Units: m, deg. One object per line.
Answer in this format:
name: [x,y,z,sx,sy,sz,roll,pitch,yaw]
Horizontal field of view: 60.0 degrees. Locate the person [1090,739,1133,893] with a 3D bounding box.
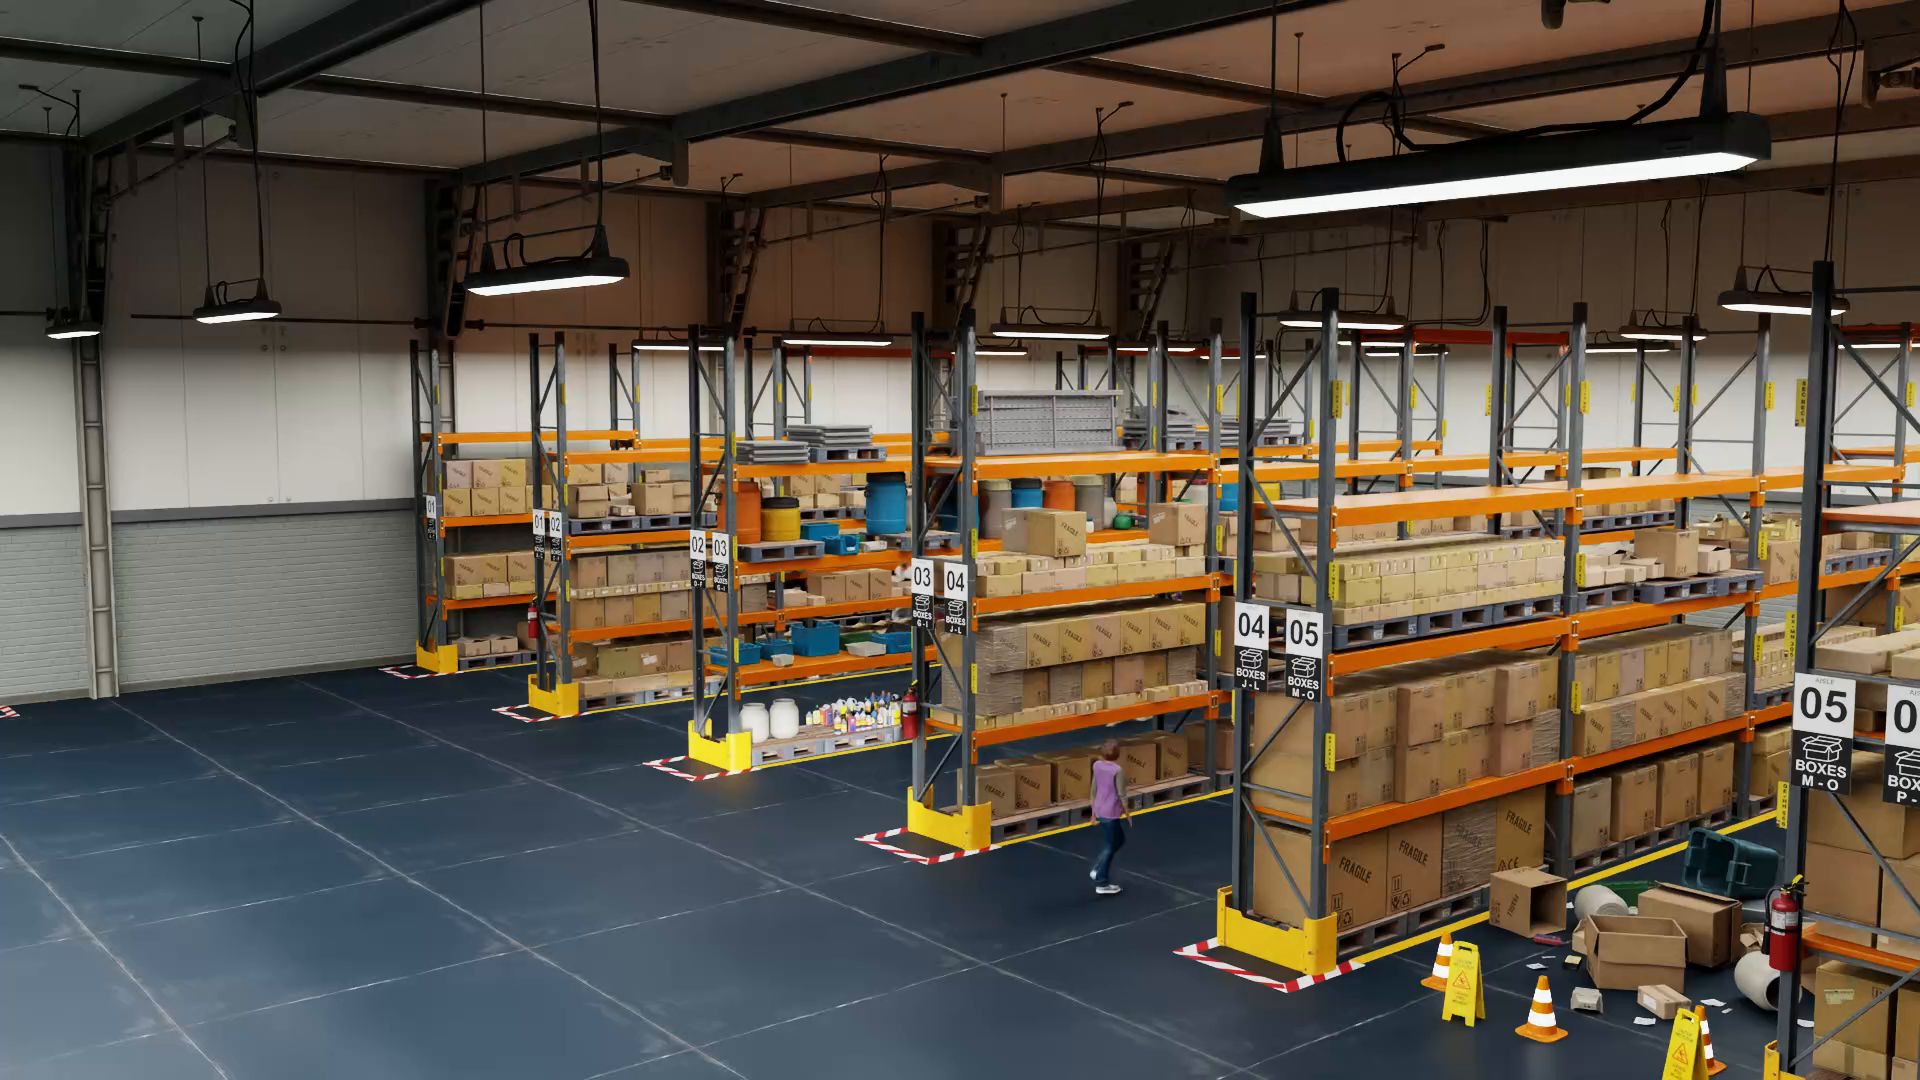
person: [1.541,2.797,16.858,0.389,1.597,0.393,-1,5,-14]

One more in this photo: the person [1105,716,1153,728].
person: [2.631,1.989,25.329,0.944,1.813,0.607,-4,7,-38]

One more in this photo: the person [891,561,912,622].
person: [-1.169,1.130,34.022,1.051,1.736,0.644,-5,7,-42]
